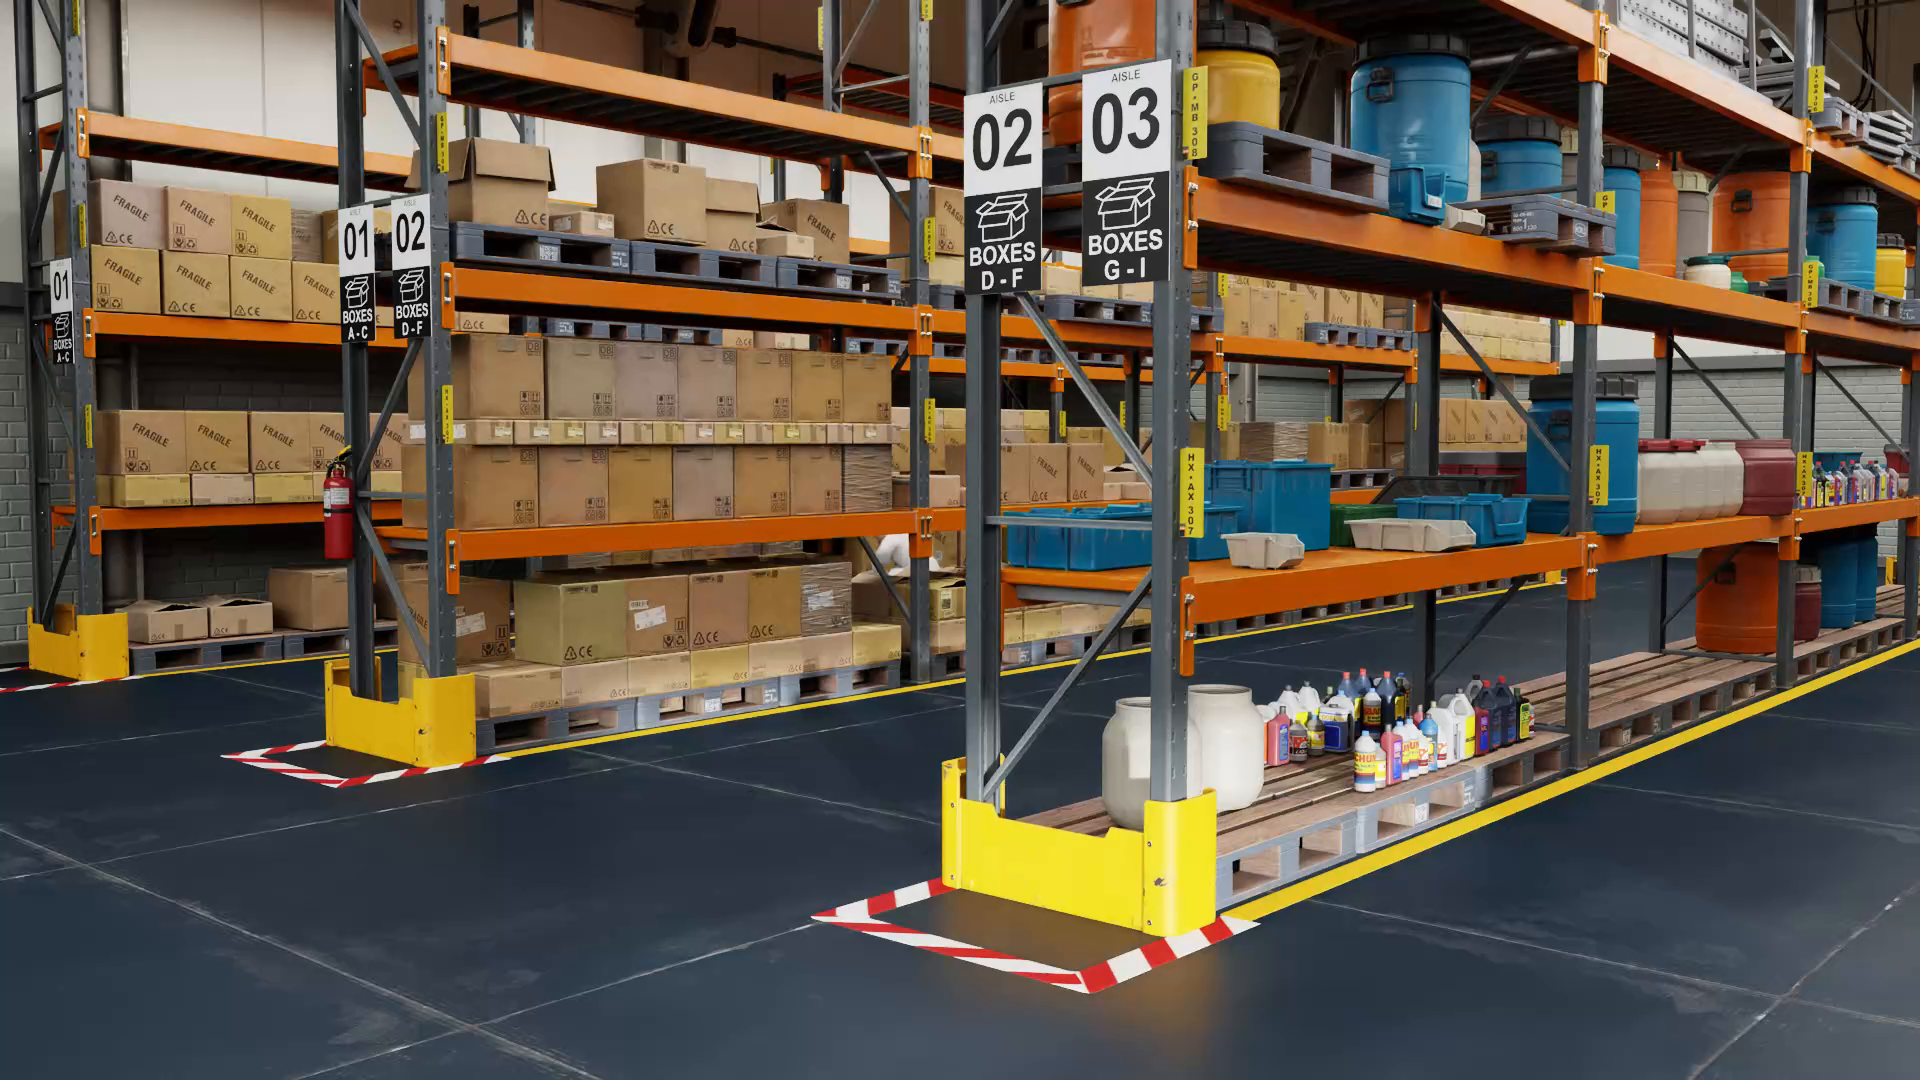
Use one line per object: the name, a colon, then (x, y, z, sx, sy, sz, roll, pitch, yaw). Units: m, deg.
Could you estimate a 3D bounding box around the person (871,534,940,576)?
person: (-0.608, 0.300, 17.260, 0.912, 0.999, 0.588, 3, 5, 40)
